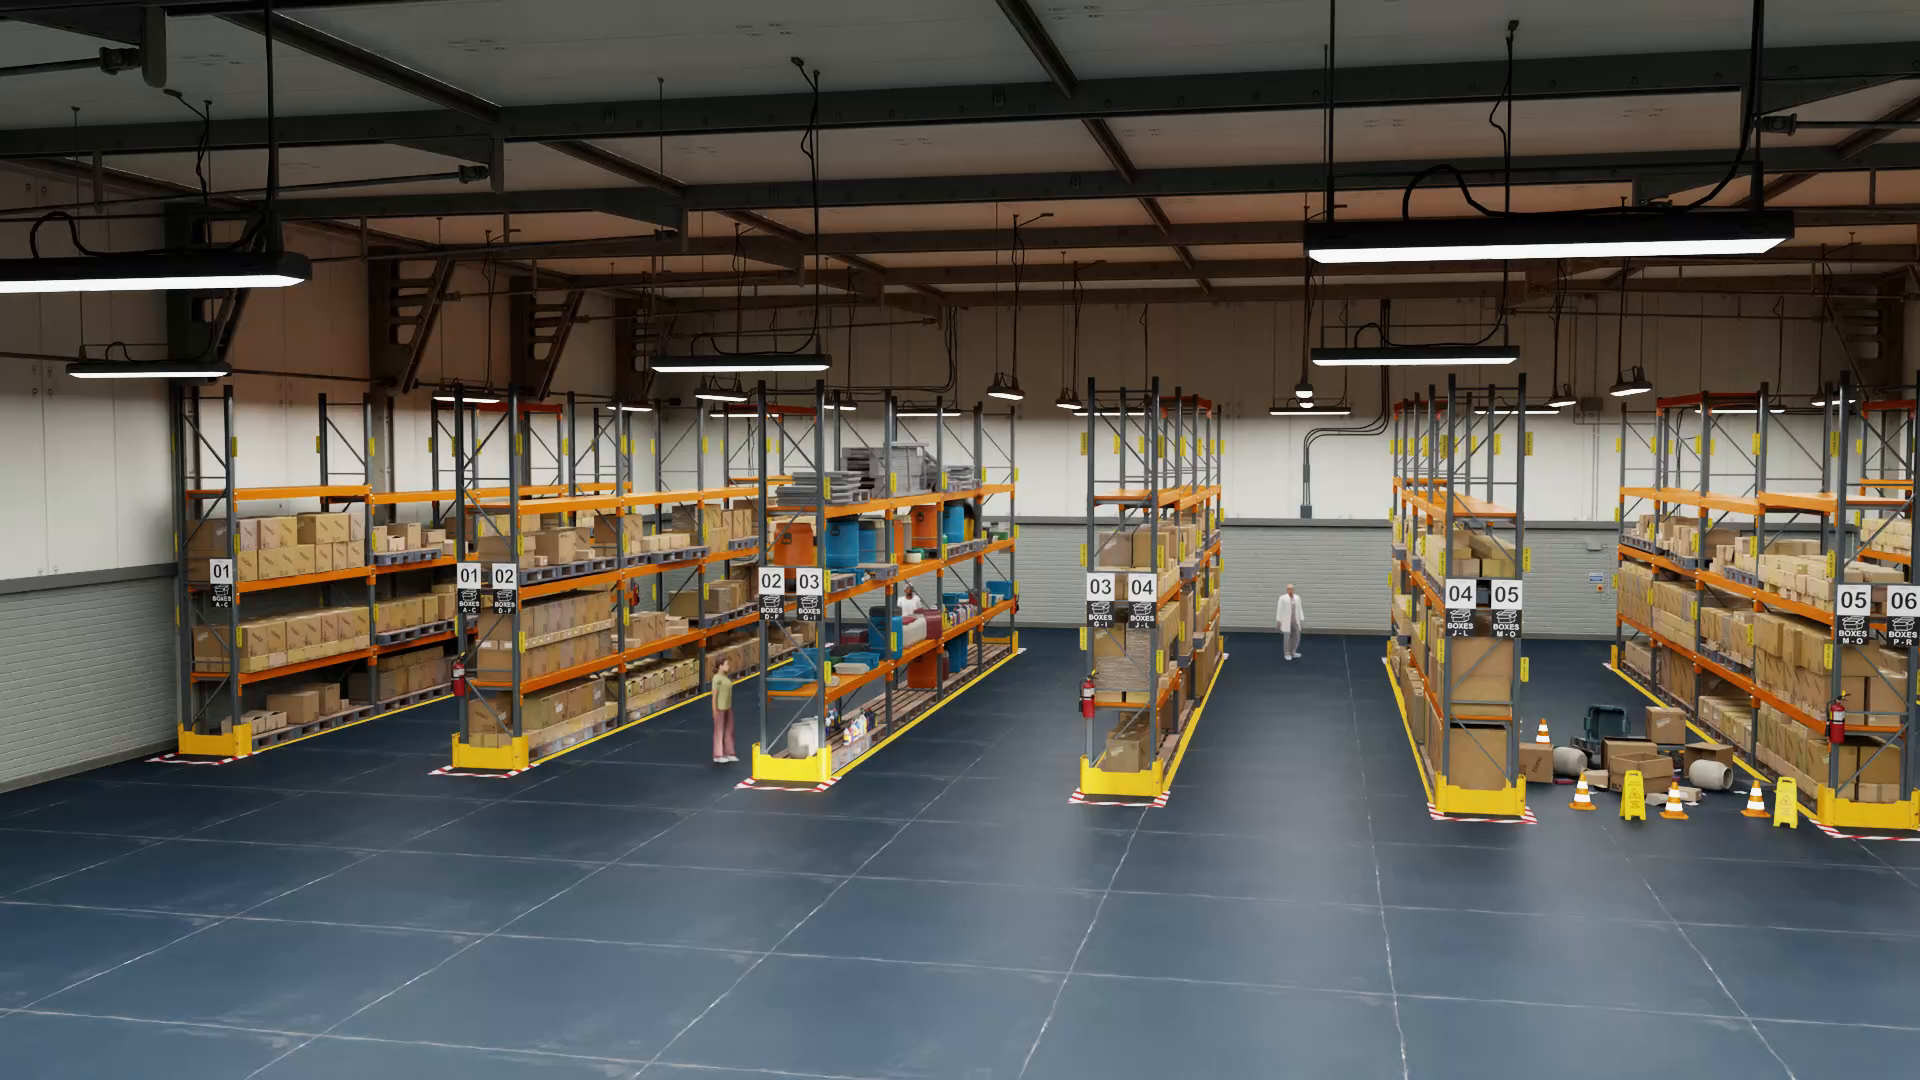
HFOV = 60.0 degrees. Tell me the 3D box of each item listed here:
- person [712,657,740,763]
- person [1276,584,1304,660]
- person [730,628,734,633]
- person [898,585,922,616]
[{"bbox_3d":[-3.750,2.710,26.401,0.402,1.714,0.508,1,3,16],"label":"person"},{"bbox_3d":[7.786,1.927,39.231,0.698,1.794,0.454,-1,3,-13],"label":"person"},{"bbox_3d":[-5.895,1.820,42.284,0.680,1.748,0.874,-1,3,-12],"label":"person"},{"bbox_3d":[-1.193,1.881,38.233,0.576,1.722,0.997,1,3,18],"label":"person"}]
